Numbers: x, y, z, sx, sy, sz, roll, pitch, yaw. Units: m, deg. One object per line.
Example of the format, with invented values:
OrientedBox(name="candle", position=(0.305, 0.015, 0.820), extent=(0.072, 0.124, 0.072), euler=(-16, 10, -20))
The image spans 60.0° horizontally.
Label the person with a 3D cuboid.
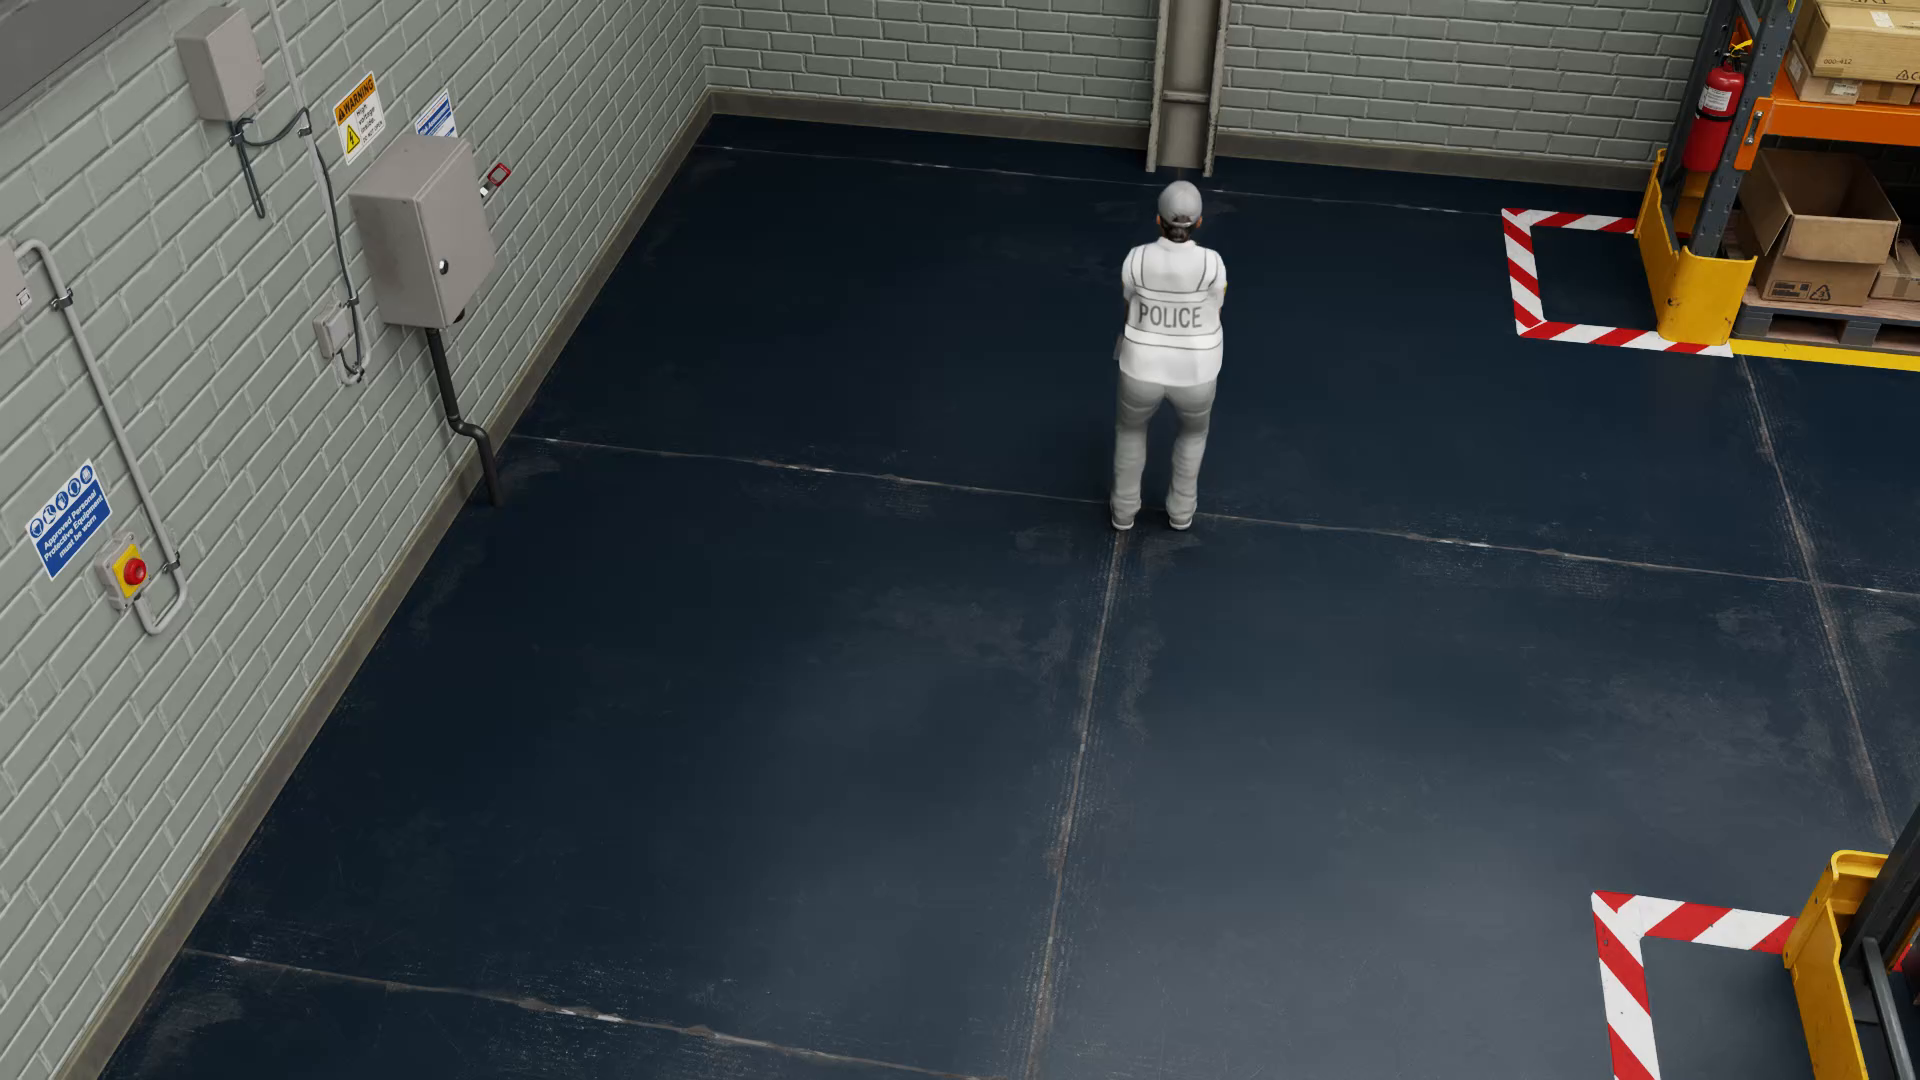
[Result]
OrientedBox(name="person", position=(0.879, -0.761, 7.052), extent=(0.452, 1.657, 0.563), euler=(6, 41, 7))
